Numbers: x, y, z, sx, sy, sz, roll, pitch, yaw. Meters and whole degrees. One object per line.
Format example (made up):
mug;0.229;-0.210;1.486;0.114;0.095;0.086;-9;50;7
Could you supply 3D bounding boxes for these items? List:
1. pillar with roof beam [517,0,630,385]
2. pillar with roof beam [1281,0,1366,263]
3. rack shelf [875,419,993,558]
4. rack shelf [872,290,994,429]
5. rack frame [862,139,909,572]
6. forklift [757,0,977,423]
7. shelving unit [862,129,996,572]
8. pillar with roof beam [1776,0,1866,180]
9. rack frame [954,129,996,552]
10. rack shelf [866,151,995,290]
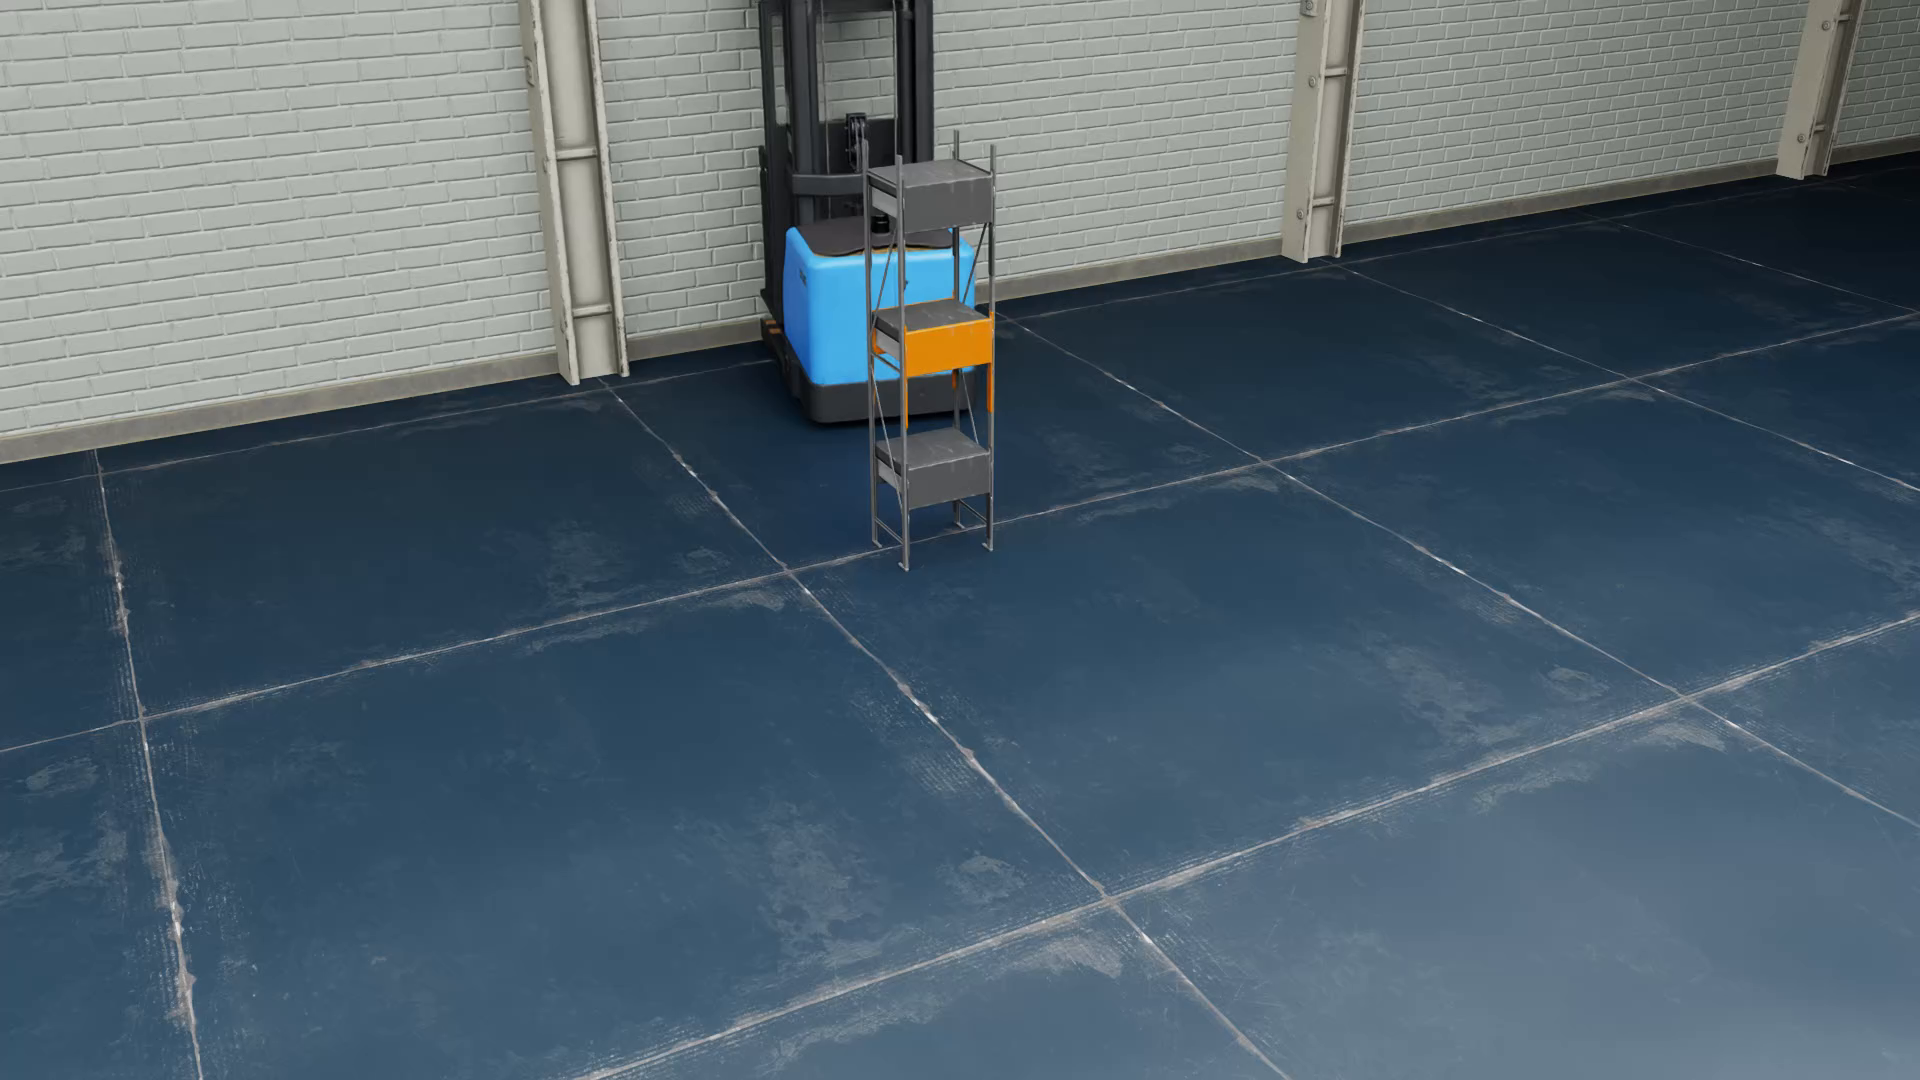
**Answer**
pillar with roof beam;-0.407;-3.521;5.686;0.400;9.000;9.100;-13;29;-25
pillar with roof beam;4.887;-4.743;8.231;0.400;9.000;9.100;-13;29;-25
rack shelf;-0.146;-0.270;8.534;0.480;0.518;0.431;-13;29;-25
rack shelf;-0.146;-0.901;8.231;0.480;0.518;0.431;-13;29;-25
rack frame;-0.361;-0.863;8.122;0.015;2.100;0.400;-13;29;-25
forklift;-0.768;-2.646;10.875;1.130;2.935;3.031;-7;26;-13
shelving unit;-0.146;-0.913;8.225;0.503;2.100;0.431;-13;29;-25
pillar with roof beam;10.181;-5.965;10.776;0.400;9.000;9.100;-13;29;-25
rack frame;0.069;-0.963;8.329;0.015;2.100;0.400;-13;29;-25
rack shelf;-0.146;-1.532;7.928;0.480;0.518;0.431;-13;29;-25
